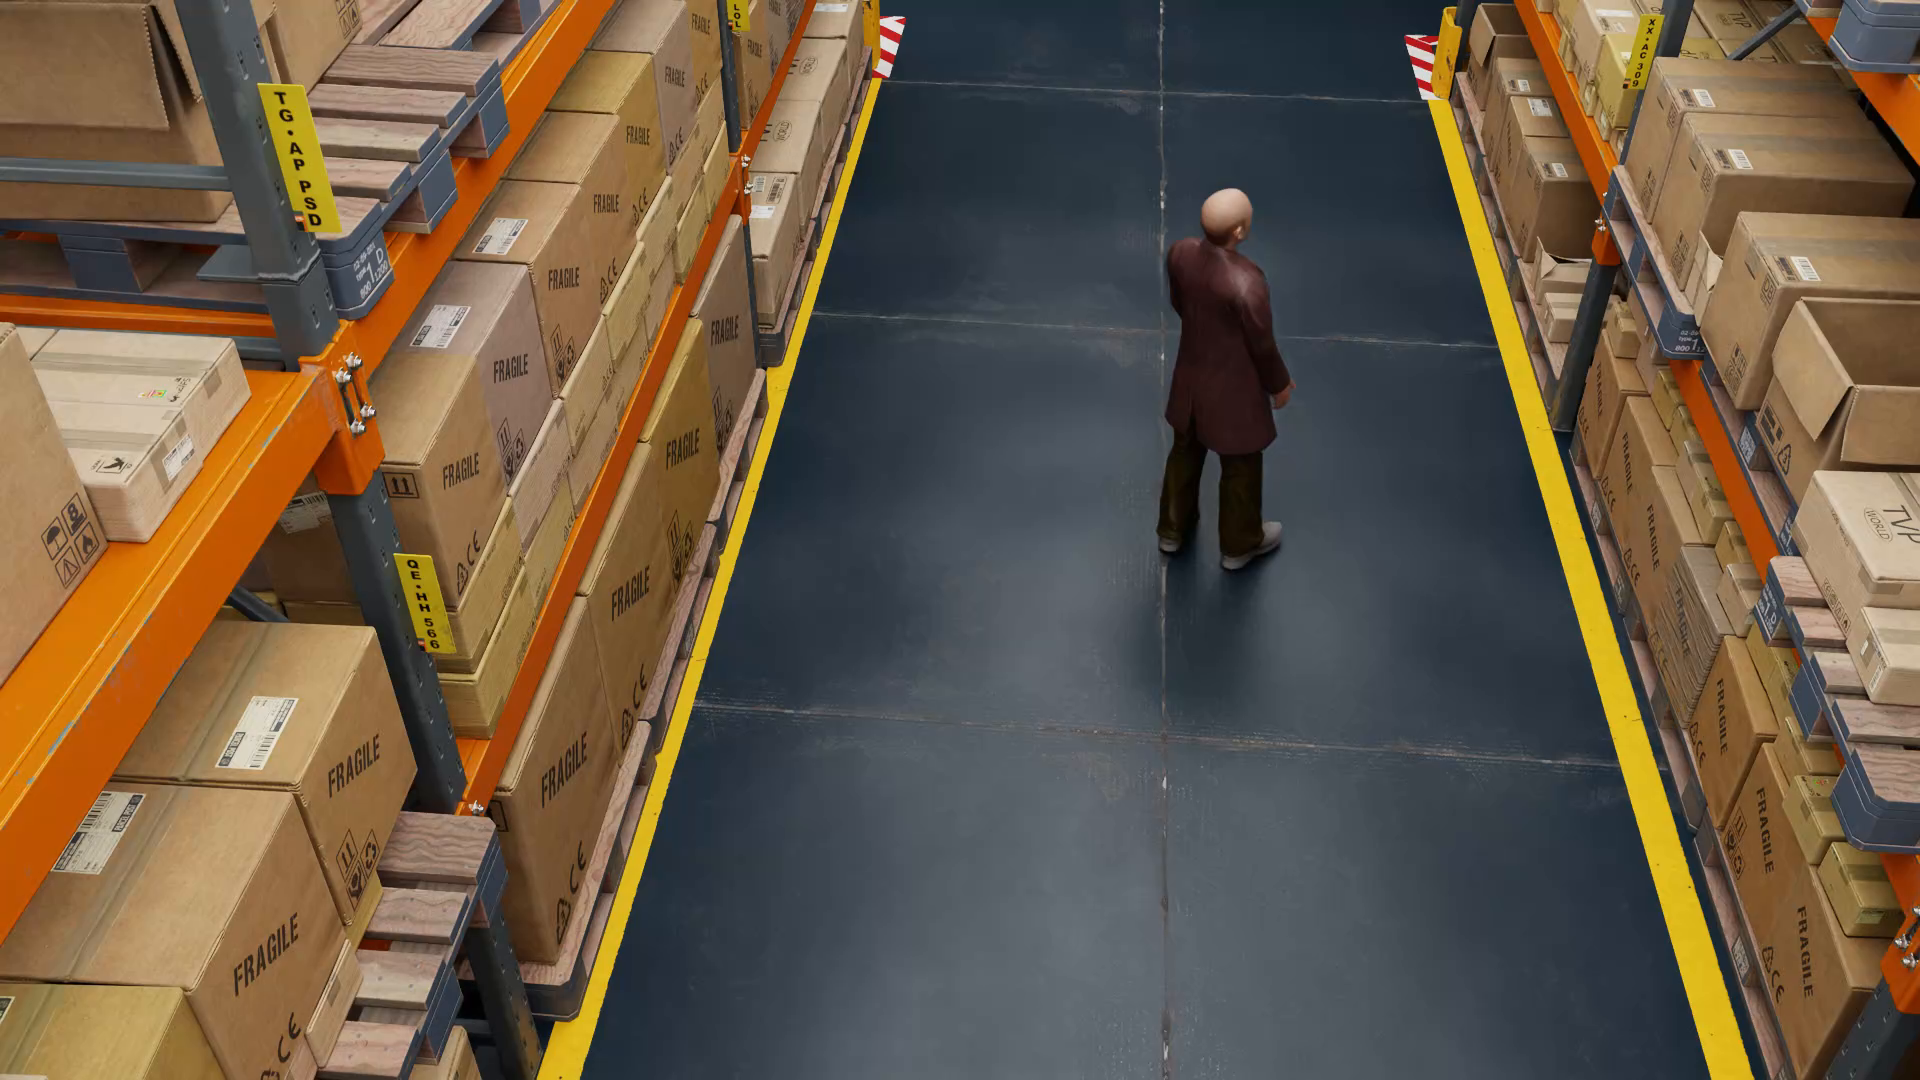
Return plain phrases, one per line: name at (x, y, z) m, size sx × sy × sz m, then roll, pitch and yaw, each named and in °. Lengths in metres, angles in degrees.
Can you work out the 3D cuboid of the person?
person at (1.155, -0.694, 6.978) m, size 0.536 × 1.786 × 0.577 m, roll -22°, pitch 44°, yaw -24°
